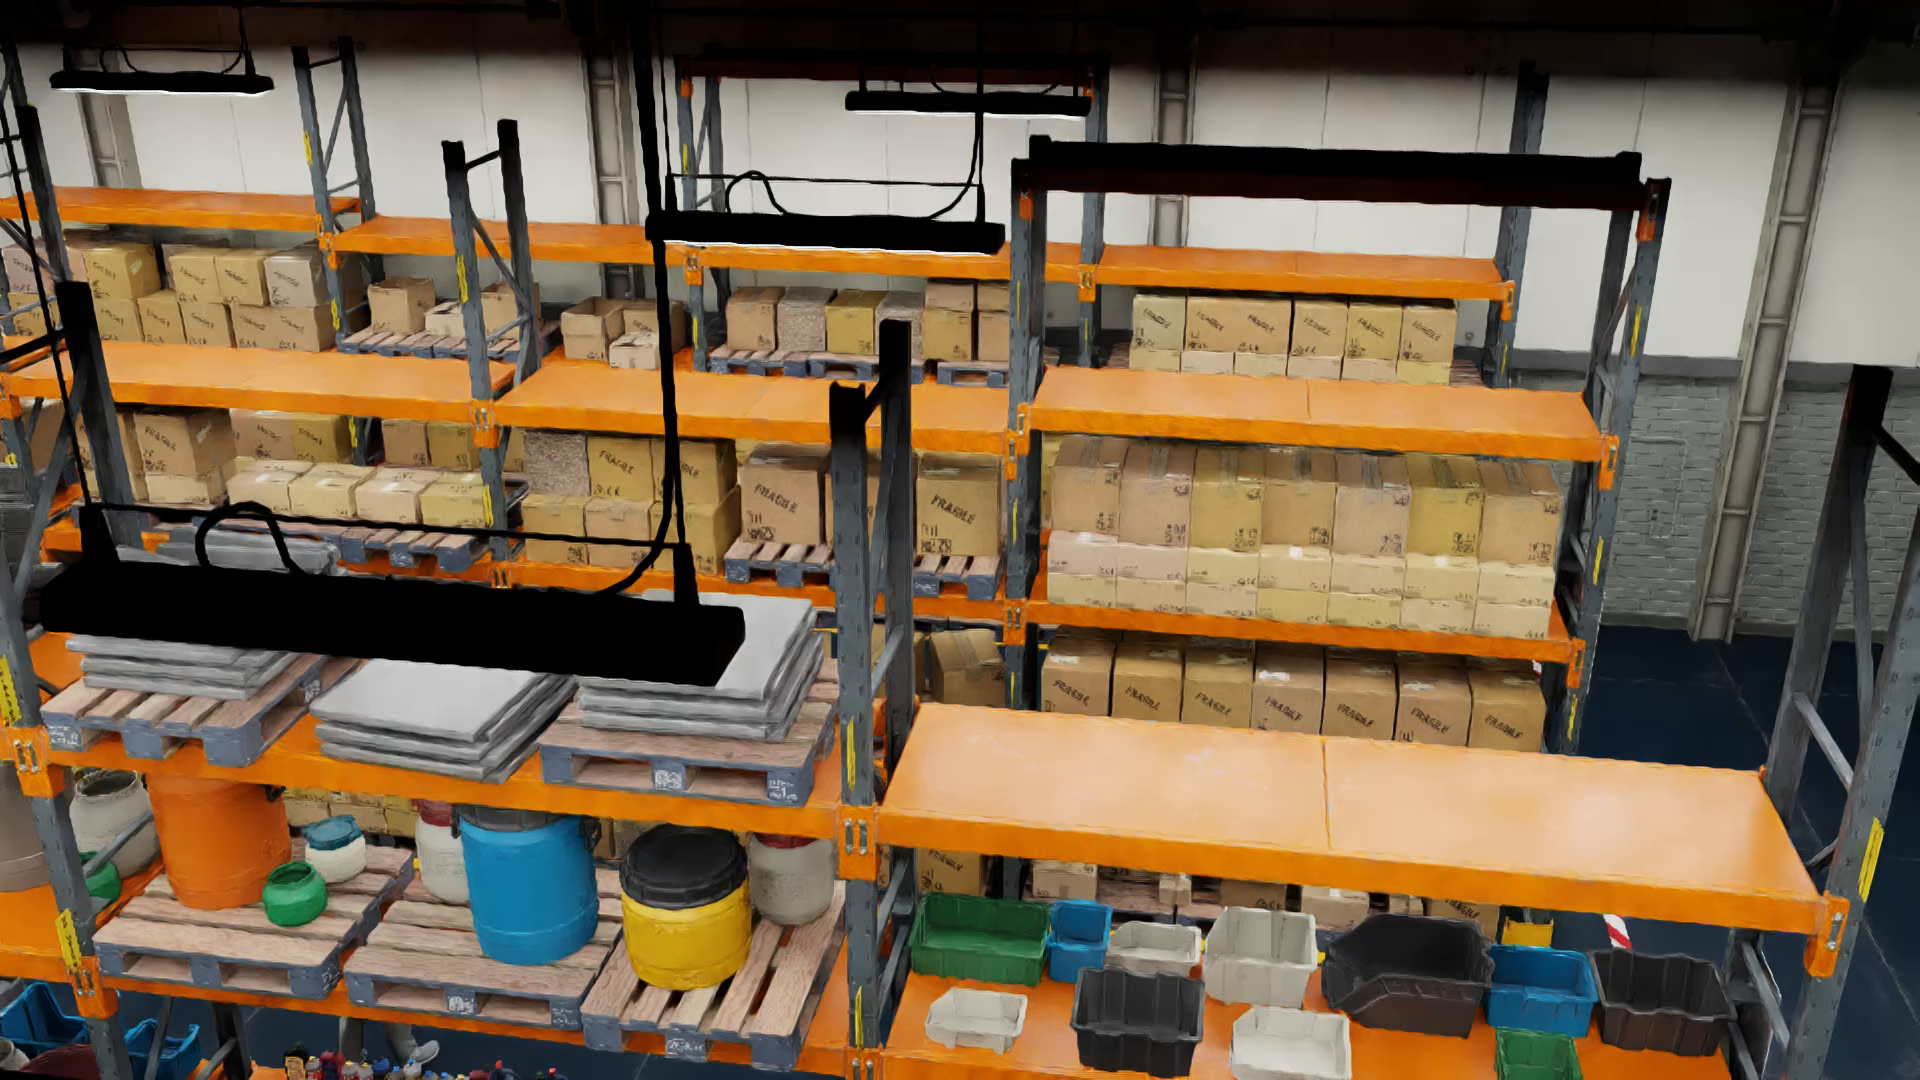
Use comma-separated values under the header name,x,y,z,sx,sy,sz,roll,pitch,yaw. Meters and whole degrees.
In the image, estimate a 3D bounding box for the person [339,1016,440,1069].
name,x,y,z,sx,sy,sz,roll,pitch,yaw
person,-3.973,2.876,11.318,0.668,1.746,0.596,15,28,32
